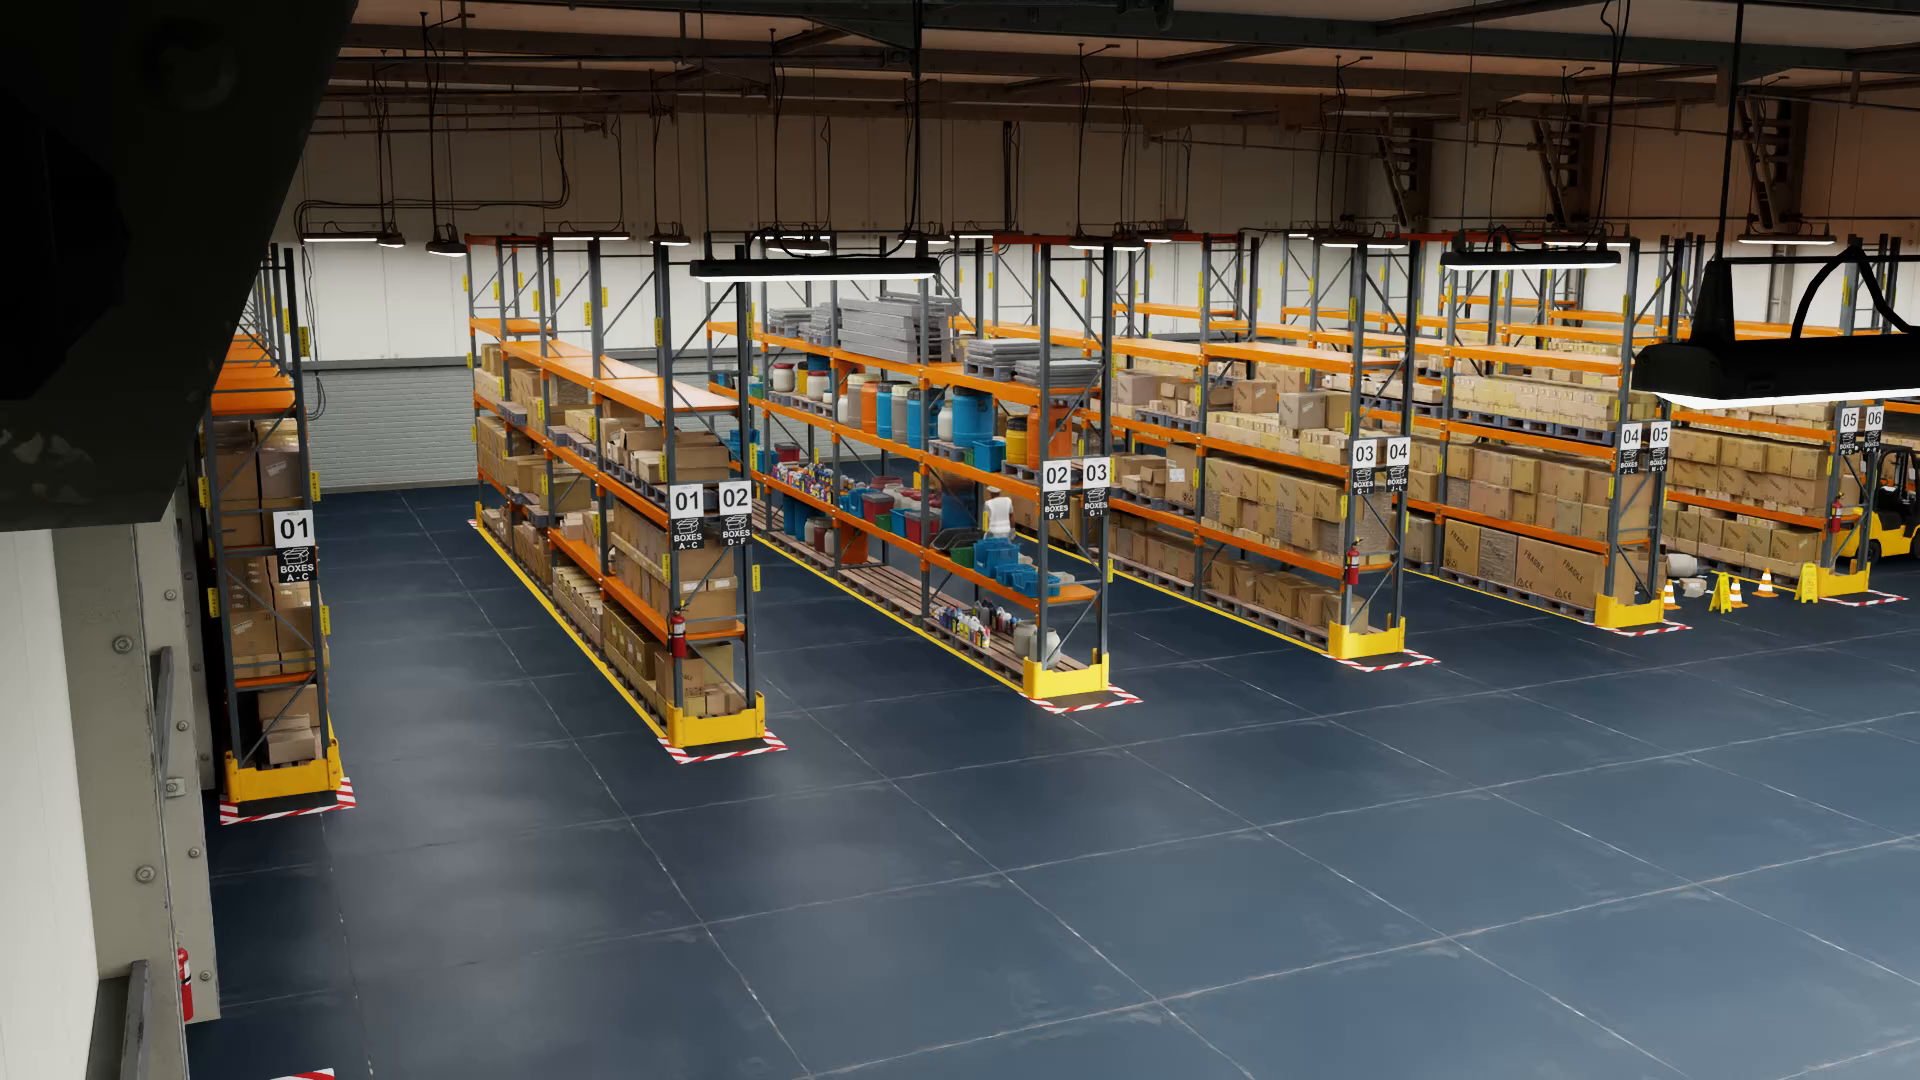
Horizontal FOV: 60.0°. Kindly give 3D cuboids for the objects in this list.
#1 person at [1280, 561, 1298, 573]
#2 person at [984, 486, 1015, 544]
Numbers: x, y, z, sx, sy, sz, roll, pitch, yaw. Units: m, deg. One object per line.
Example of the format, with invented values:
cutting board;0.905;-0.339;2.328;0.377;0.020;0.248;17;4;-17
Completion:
person;5.663;0.014;28.811;0.507;1.636;0.559;-3;11;-13
person;0.715;-0.128;29.102;0.600;1.780;0.500;-5;12;-23
